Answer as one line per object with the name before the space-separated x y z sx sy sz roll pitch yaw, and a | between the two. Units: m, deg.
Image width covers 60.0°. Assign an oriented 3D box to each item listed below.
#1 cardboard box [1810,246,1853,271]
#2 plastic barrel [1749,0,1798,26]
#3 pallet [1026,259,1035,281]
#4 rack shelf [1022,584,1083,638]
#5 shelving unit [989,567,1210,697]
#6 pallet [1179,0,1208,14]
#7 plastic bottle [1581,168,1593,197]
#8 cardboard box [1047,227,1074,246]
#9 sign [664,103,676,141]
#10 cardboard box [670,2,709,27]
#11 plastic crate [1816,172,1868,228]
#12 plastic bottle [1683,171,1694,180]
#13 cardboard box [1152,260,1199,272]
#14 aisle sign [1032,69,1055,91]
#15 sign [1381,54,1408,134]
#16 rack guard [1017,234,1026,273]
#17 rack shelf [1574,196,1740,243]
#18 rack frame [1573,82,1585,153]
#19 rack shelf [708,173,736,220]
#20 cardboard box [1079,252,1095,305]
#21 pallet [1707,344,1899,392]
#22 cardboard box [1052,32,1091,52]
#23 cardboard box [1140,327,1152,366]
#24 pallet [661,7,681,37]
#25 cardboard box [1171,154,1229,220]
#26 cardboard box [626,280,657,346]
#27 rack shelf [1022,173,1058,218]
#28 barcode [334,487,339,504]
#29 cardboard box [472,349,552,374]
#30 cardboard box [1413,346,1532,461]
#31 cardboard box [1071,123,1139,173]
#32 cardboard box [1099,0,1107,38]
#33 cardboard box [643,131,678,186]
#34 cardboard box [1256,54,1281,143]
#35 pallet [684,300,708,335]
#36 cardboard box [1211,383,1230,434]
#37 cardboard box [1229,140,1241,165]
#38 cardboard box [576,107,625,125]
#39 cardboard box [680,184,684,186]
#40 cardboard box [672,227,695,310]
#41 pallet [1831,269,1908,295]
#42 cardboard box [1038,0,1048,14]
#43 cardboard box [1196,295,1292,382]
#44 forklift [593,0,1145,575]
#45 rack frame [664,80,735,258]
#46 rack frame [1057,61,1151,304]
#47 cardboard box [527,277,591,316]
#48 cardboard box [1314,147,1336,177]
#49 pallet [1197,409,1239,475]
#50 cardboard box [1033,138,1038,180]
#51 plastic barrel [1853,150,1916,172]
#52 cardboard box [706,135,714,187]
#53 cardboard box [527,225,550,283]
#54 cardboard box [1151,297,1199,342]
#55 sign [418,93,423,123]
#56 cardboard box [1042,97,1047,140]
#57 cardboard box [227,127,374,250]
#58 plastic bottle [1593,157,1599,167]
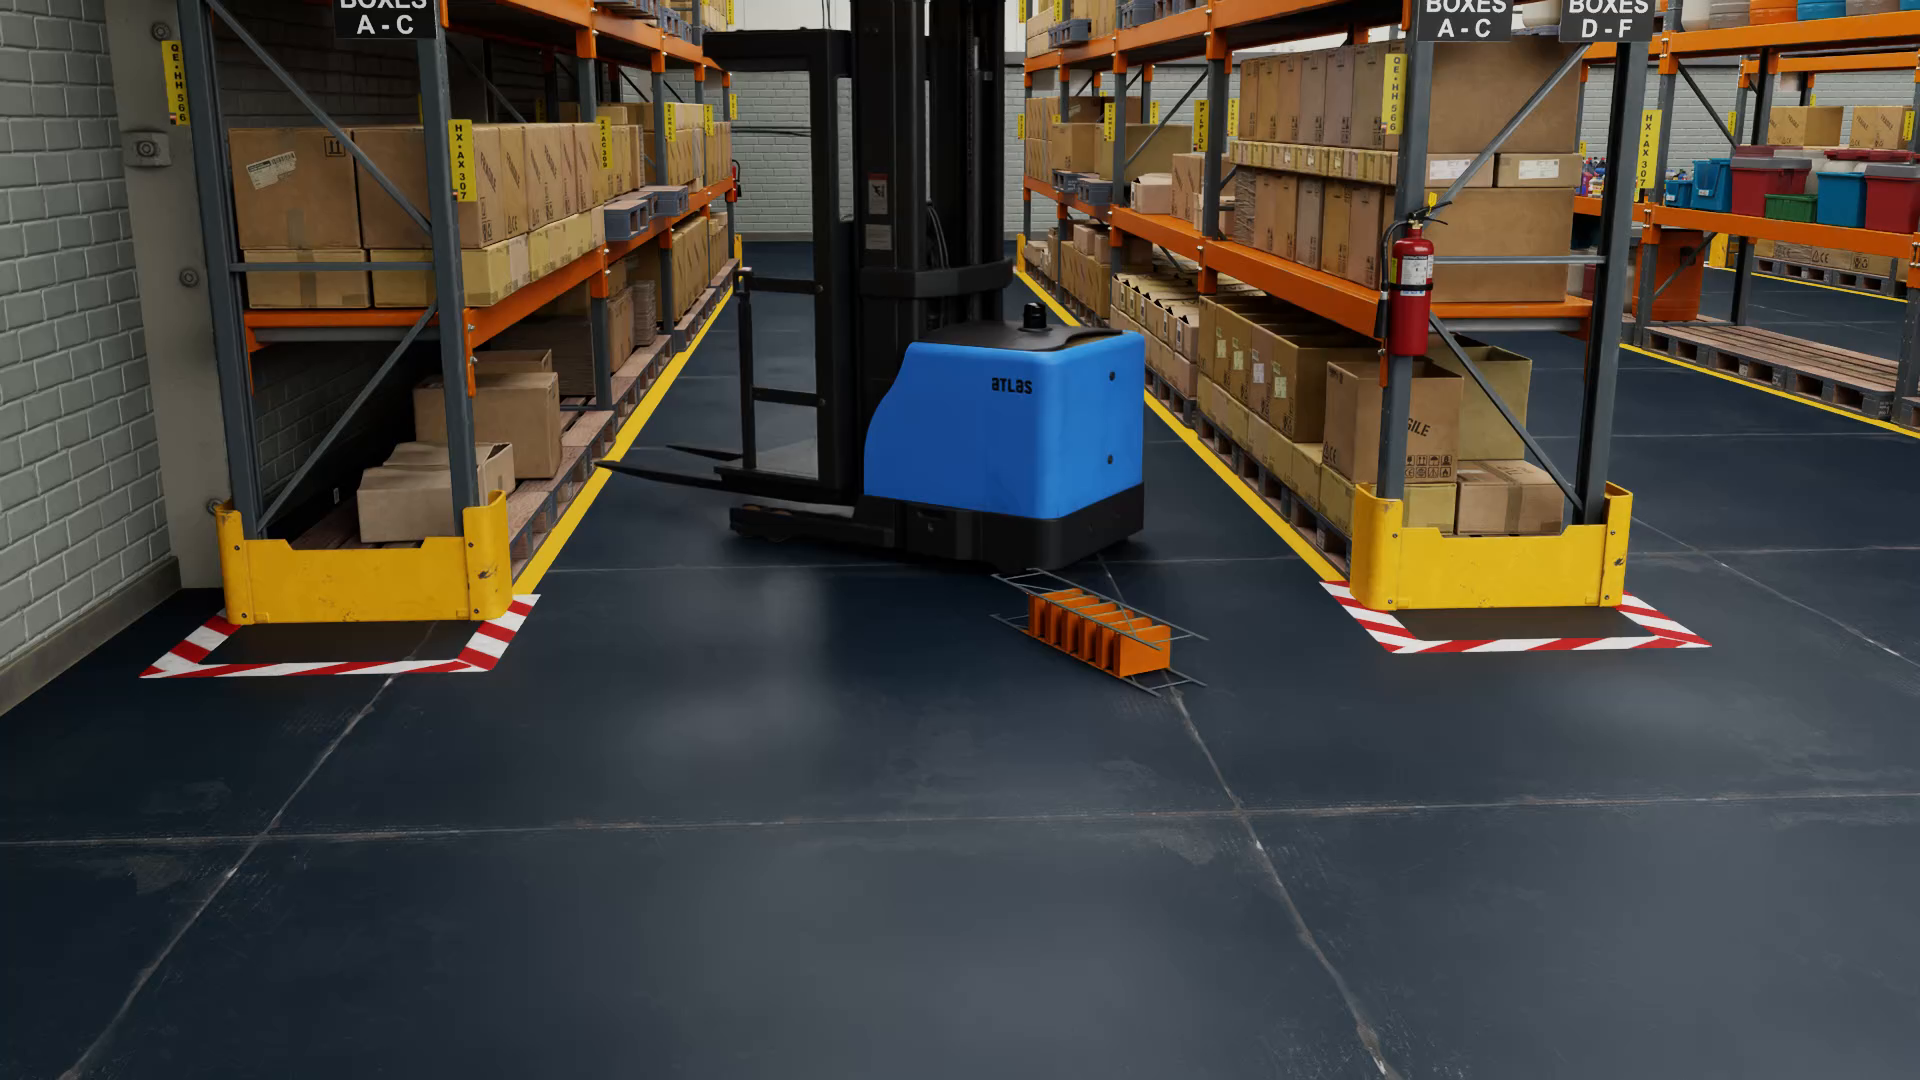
cardboard box | 11.494 -3.899 21.084 0.875 0.875 0.875 -1 14 -3
plastic barrel | 6.690 -4.555 13.329 0.600 0.830 0.708 -1 14 -3
pallet | 1.431 -3.611 22.138 1.003 0.211 1.213 -1 14 -3
rack shelf | 0.391 0.294 6.996 0.258 0.180 0.103 -8 17 -30
shelving unit | 0.536 0.355 6.759 0.258 0.189 1.200 -8 17 -30
pallet | 2.051 -3.774 11.537 0.805 0.209 1.217 -1 15 -6
plastic bottle | 6.294 -3.586 16.680 0.061 0.283 0.133 -1 14 -3
cardboard box | 1.502 -3.655 20.840 0.797 0.503 0.637 -1 14 -3
sign | -2.532 -3.645 14.508 0.100 0.325 0.005 -1 14 -3
cardboard box | -3.100 -5.914 18.731 0.500 0.250 0.500 -1 14 -4
plastic crate | 6.684 -2.532 12.378 0.392 0.384 0.575 -1 14 -3
plastic bottle | 7.082 -3.432 16.095 0.152 0.276 0.135 -1 14 -3
cardboard box | 2.090 -2.439 16.121 0.500 0.500 0.500 -1 14 -5
aisle sign | 1.078 -6.450 22.358 0.394 0.787 0.004 -1 14 -3
sign | 1.824 -1.870 6.976 0.100 0.325 0.005 -1 14 -3
rack guard | 1.380 -3.949 22.872 1.175 0.500 0.348 -1 14 -3
rack shelf | 6.691 -3.414 17.218 1.077 0.370 4.000 -1 14 -3
rack frame | 6.567 -4.259 19.061 1.000 3.000 0.127 -1 14 -3
rack shelf | -3.444 -4.255 20.490 1.077 0.370 4.000 -1 14 -3
cardboard box | 1.509 -2.680 17.055 0.500 0.500 0.500 -1 14 -6
pallet | 6.897 -1.418 13.615 1.003 0.211 1.213 -1 14 -3
cardboard box | 1.328 -5.681 18.867 0.500 0.250 0.500 -1 14 -3
cardboard box | 1.712 -1.544 13.184 0.500 0.250 0.500 -1 14 -2
pallet | -3.166 -4.632 14.869 1.213 0.211 1.003 0 14 -1
cardboard box | 1.991 -2.820 13.268 0.500 0.500 0.500 -2 15 -6
cardboard box | -2.976 -1.936 14.164 0.700 0.500 0.500 -1 14 -3
rack shelf | 1.499 -4.333 20.791 1.077 0.370 4.000 -1 14 -3
barcode | -2.930 -0.209 7.814 0.001 0.075 0.075 -1 14 -3
cardboard box | -2.721 -0.862 9.990 0.500 0.500 0.500 -2 15 -8
cardboard box | 2.523 -0.696 8.380 0.500 0.500 0.500 -1 14 -3
cardboard box | 1.535 -4.144 17.571 0.700 0.500 0.500 1 14 5
cardboard box | 1.779 -4.925 15.428 0.910 0.500 0.500 -1 14 -3
cardboard box | -2.847 -3.439 15.033 0.500 0.500 0.500 0 14 -2
cardboard box | 2.185 -2.635 9.944 0.700 0.500 0.500 -1 14 -4
pallet | -3.119 -2.261 16.891 1.003 0.211 1.213 -1 14 -3
cardboard box | 1.871 -0.822 10.375 0.500 0.250 0.500 -1 14 -3
cardboard box | 1.942 -2.487 10.670 0.380 0.149 0.250 -1 14 -4
cardboard box | -2.987 -3.522 13.811 0.380 0.149 0.250 -3 15 -13
cardboard box | -2.977 -3.532 16.698 0.380 0.149 0.250 0 14 -2
cardboard box | -3.035 -2.677 16.382 0.750 0.750 0.750 -1 14 -4
pallet | 11.542 -3.176 20.446 1.003 0.211 1.213 -1 14 -3
cardboard box | 1.370 -6.911 21.139 0.700 0.500 0.500 -1 14 -3
cardboard box | 1.835 -1.309 10.765 0.500 0.500 0.500 -1 14 -3
forklift | -0.592 -1.508 8.504 3.031 2.935 1.130 9 17 30
rack frame | -3.568 -5.101 22.333 1.000 3.000 0.127 -1 14 -3
rack frame | 1.623 -4.184 18.768 1.000 3.000 0.127 -1 14 -3
cardboard box | -2.918 -1.775 12.033 0.500 0.250 0.500 -1 14 -5
cardboard box | 2.071 -1.976 8.685 0.380 0.149 0.250 0 14 -2
pallet | 2.126 -0.645 10.611 1.003 0.211 1.213 -1 14 -3
cardboard box | 1.205 -4.860 21.193 0.500 0.500 0.500 -1 14 -4
plastic barrel | 7.177 -2.759 12.959 0.433 0.535 0.433 0 14 0
cardboard box | -3.338 -4.387 18.955 0.980 0.700 0.700 -1 14 -3
cardboard box | -2.362 -1.441 8.368 0.500 0.250 0.500 -1 14 -4
cardboard box | 1.741 -1.687 12.615 0.500 0.311 0.500 -1 14 -4
sign | -3.379 -2.668 10.553 0.100 0.325 0.005 -1 14 -3
cardboard box | 1.268 -5.091 20.086 0.500 0.500 0.500 -1 14 -3
cardboard box | -2.818 -1.536 7.233 0.500 0.500 0.500 -1 14 -4
plastic bottle | 6.951 -4.012 18.199 0.144 0.351 0.185 -1 14 -3
